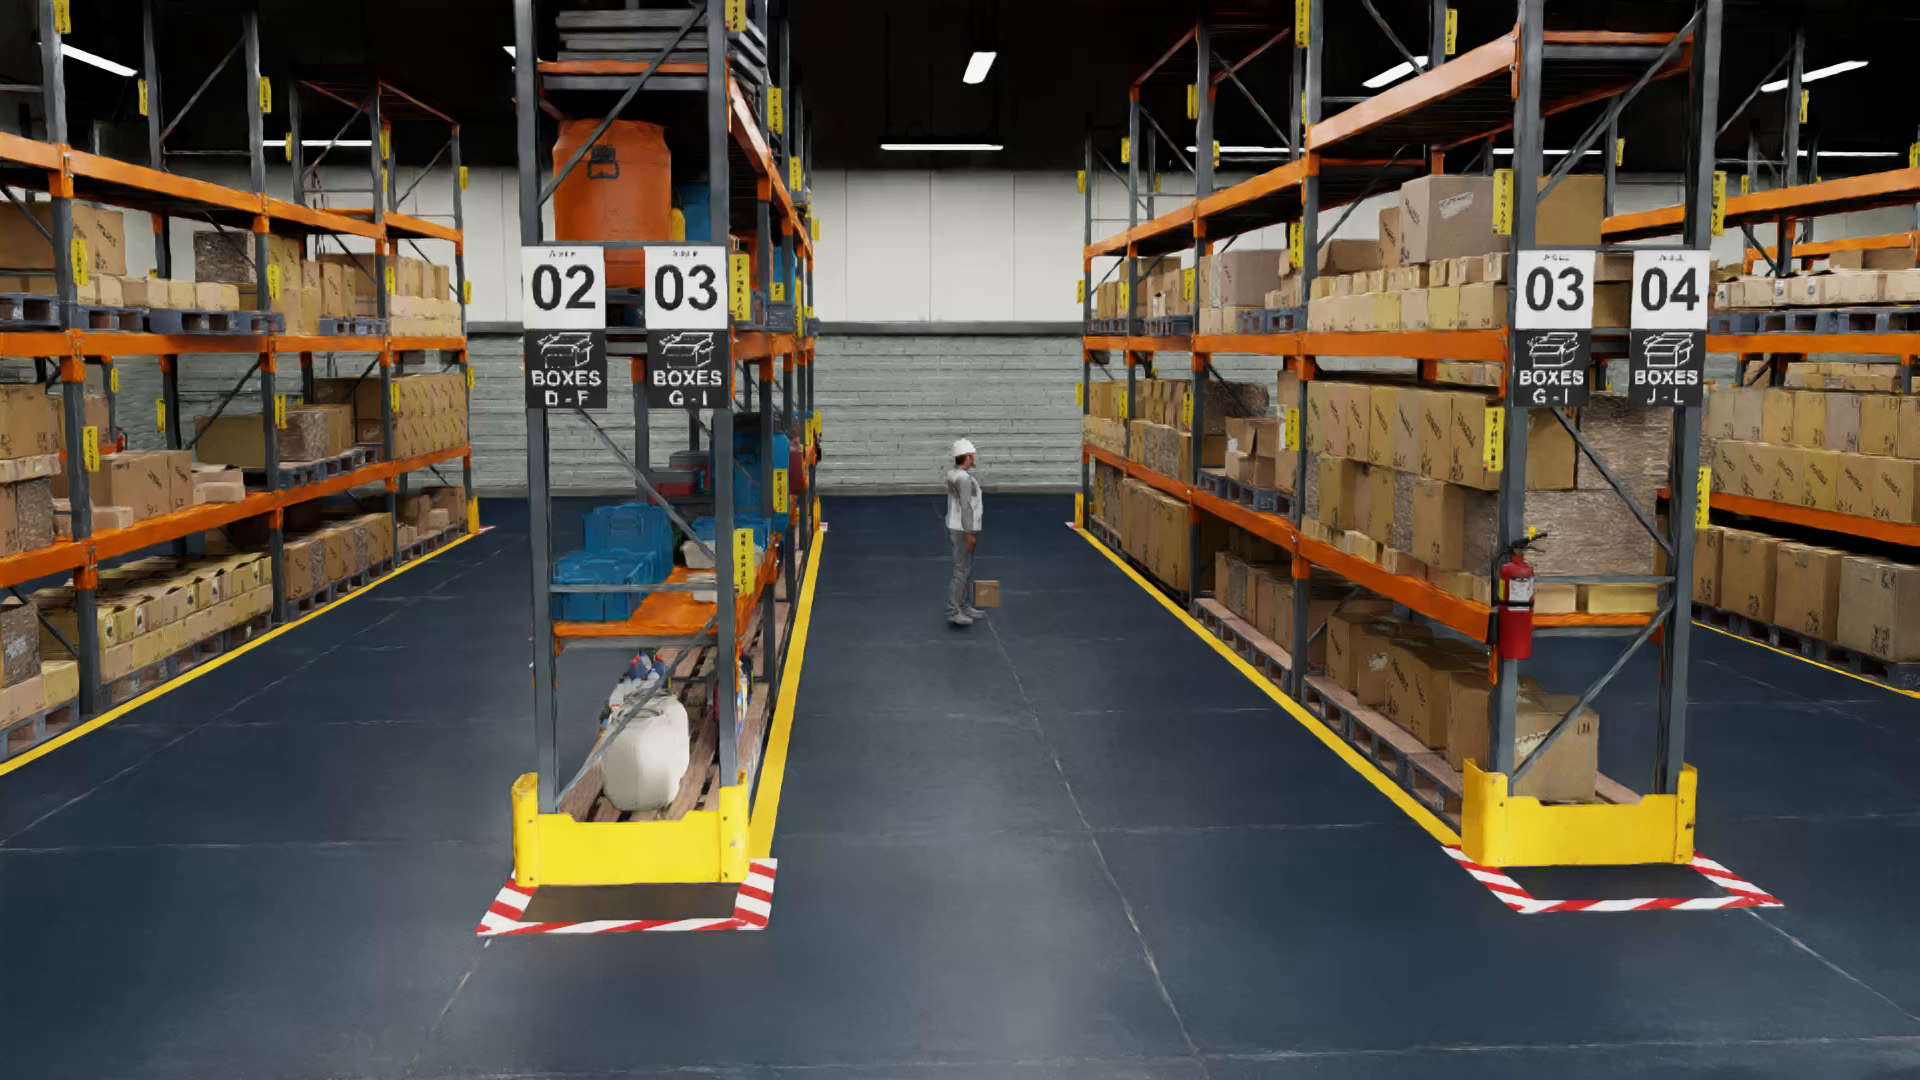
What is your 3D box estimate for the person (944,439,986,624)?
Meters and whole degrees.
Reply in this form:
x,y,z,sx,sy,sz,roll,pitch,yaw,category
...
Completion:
x,y,z,sx,sy,sz,roll,pitch,yaw,category
0.058,-0.098,16.320,0.441,1.772,0.647,-1,7,-9,person
